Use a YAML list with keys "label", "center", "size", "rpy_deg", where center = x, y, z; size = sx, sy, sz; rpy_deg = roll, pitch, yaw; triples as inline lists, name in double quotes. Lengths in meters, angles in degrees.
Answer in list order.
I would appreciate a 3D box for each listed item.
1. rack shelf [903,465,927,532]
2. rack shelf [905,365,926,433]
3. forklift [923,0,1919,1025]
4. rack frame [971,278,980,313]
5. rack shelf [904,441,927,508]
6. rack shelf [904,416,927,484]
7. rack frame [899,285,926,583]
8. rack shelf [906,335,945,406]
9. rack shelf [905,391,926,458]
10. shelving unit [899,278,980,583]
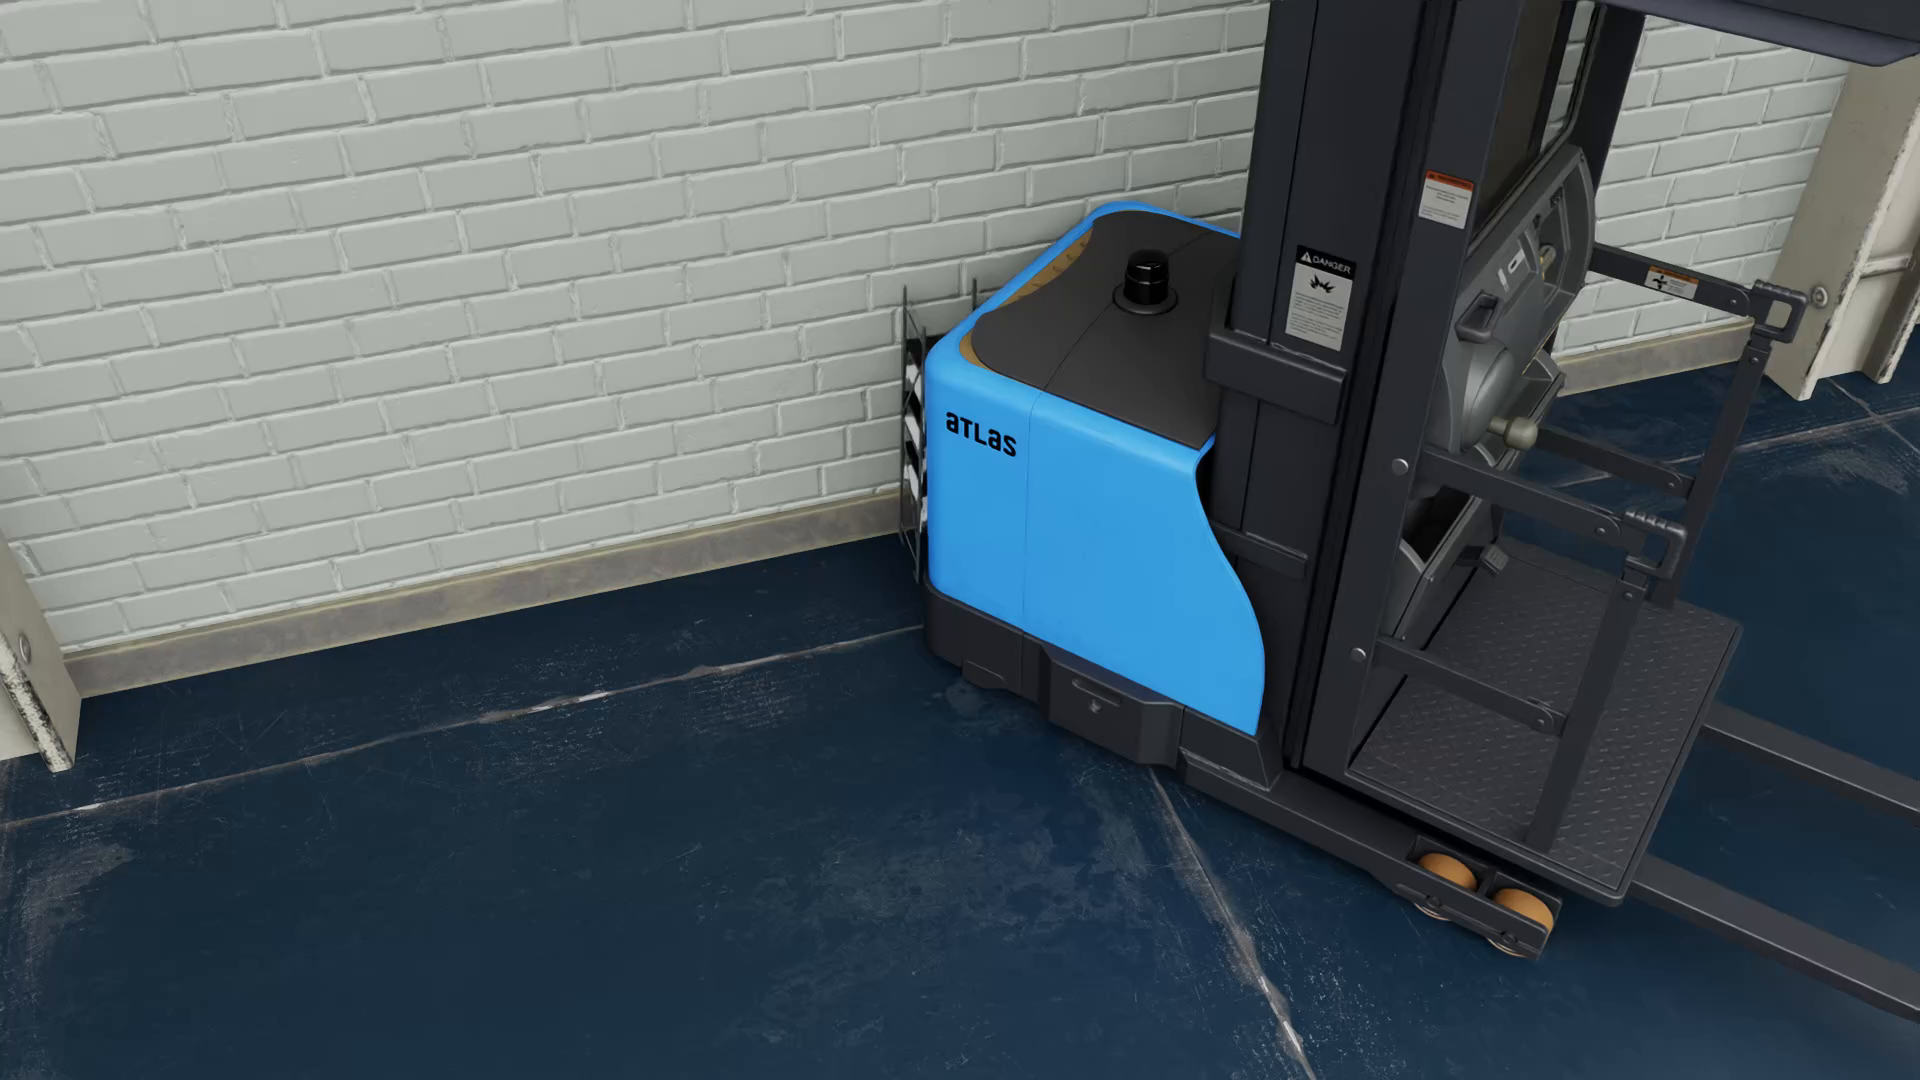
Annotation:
- label: "rack shelf"
  center: [-0.052, -0.140, 5.035]
  size: [0.200, 0.077, 0.258]
  rpy_deg: [-8, 39, -13]
- label: "rack shelf"
  center: [-0.038, -0.423, 4.813]
  size: [0.200, 0.077, 0.258]
  rpy_deg: [-8, 39, -13]
- label: "forklift"
  center: [1.405, -0.486, 3.579]
  size: [3.031, 2.935, 1.130]
  rpy_deg: [24, 46, 25]
- label: "rack frame"
  center: [0.054, -0.321, 4.926]
  size: [0.006, 0.900, 0.240]
  rpy_deg: [-8, 39, -13]
- label: "rack shelf"
  center: [-0.048, -0.211, 4.980]
  size: [0.200, 0.077, 0.258]
  rpy_deg: [-8, 39, -13]
- label: "rack shelf"
  center: [-0.045, -0.282, 4.924]
  size: [0.200, 0.077, 0.258]
  rpy_deg: [-8, 39, -13]
- label: "rack frame"
  center: [-0.142, -0.294, 4.880]
  size: [0.006, 0.900, 0.240]
  rpy_deg: [-8, 39, -13]
- label: "rack shelf"
  center: [-0.035, -0.493, 4.757]
  size: [0.200, 0.077, 0.258]
  rpy_deg: [-8, 39, -13]
- label: "rack shelf"
  center: [-0.042, -0.352, 4.868]
  size: [0.200, 0.077, 0.258]
  rpy_deg: [-8, 39, -13]
- label: "shelving unit"
  center: [-0.044, -0.308, 4.903]
  size: [0.210, 0.900, 0.258]
  rpy_deg: [-8, 39, -13]
